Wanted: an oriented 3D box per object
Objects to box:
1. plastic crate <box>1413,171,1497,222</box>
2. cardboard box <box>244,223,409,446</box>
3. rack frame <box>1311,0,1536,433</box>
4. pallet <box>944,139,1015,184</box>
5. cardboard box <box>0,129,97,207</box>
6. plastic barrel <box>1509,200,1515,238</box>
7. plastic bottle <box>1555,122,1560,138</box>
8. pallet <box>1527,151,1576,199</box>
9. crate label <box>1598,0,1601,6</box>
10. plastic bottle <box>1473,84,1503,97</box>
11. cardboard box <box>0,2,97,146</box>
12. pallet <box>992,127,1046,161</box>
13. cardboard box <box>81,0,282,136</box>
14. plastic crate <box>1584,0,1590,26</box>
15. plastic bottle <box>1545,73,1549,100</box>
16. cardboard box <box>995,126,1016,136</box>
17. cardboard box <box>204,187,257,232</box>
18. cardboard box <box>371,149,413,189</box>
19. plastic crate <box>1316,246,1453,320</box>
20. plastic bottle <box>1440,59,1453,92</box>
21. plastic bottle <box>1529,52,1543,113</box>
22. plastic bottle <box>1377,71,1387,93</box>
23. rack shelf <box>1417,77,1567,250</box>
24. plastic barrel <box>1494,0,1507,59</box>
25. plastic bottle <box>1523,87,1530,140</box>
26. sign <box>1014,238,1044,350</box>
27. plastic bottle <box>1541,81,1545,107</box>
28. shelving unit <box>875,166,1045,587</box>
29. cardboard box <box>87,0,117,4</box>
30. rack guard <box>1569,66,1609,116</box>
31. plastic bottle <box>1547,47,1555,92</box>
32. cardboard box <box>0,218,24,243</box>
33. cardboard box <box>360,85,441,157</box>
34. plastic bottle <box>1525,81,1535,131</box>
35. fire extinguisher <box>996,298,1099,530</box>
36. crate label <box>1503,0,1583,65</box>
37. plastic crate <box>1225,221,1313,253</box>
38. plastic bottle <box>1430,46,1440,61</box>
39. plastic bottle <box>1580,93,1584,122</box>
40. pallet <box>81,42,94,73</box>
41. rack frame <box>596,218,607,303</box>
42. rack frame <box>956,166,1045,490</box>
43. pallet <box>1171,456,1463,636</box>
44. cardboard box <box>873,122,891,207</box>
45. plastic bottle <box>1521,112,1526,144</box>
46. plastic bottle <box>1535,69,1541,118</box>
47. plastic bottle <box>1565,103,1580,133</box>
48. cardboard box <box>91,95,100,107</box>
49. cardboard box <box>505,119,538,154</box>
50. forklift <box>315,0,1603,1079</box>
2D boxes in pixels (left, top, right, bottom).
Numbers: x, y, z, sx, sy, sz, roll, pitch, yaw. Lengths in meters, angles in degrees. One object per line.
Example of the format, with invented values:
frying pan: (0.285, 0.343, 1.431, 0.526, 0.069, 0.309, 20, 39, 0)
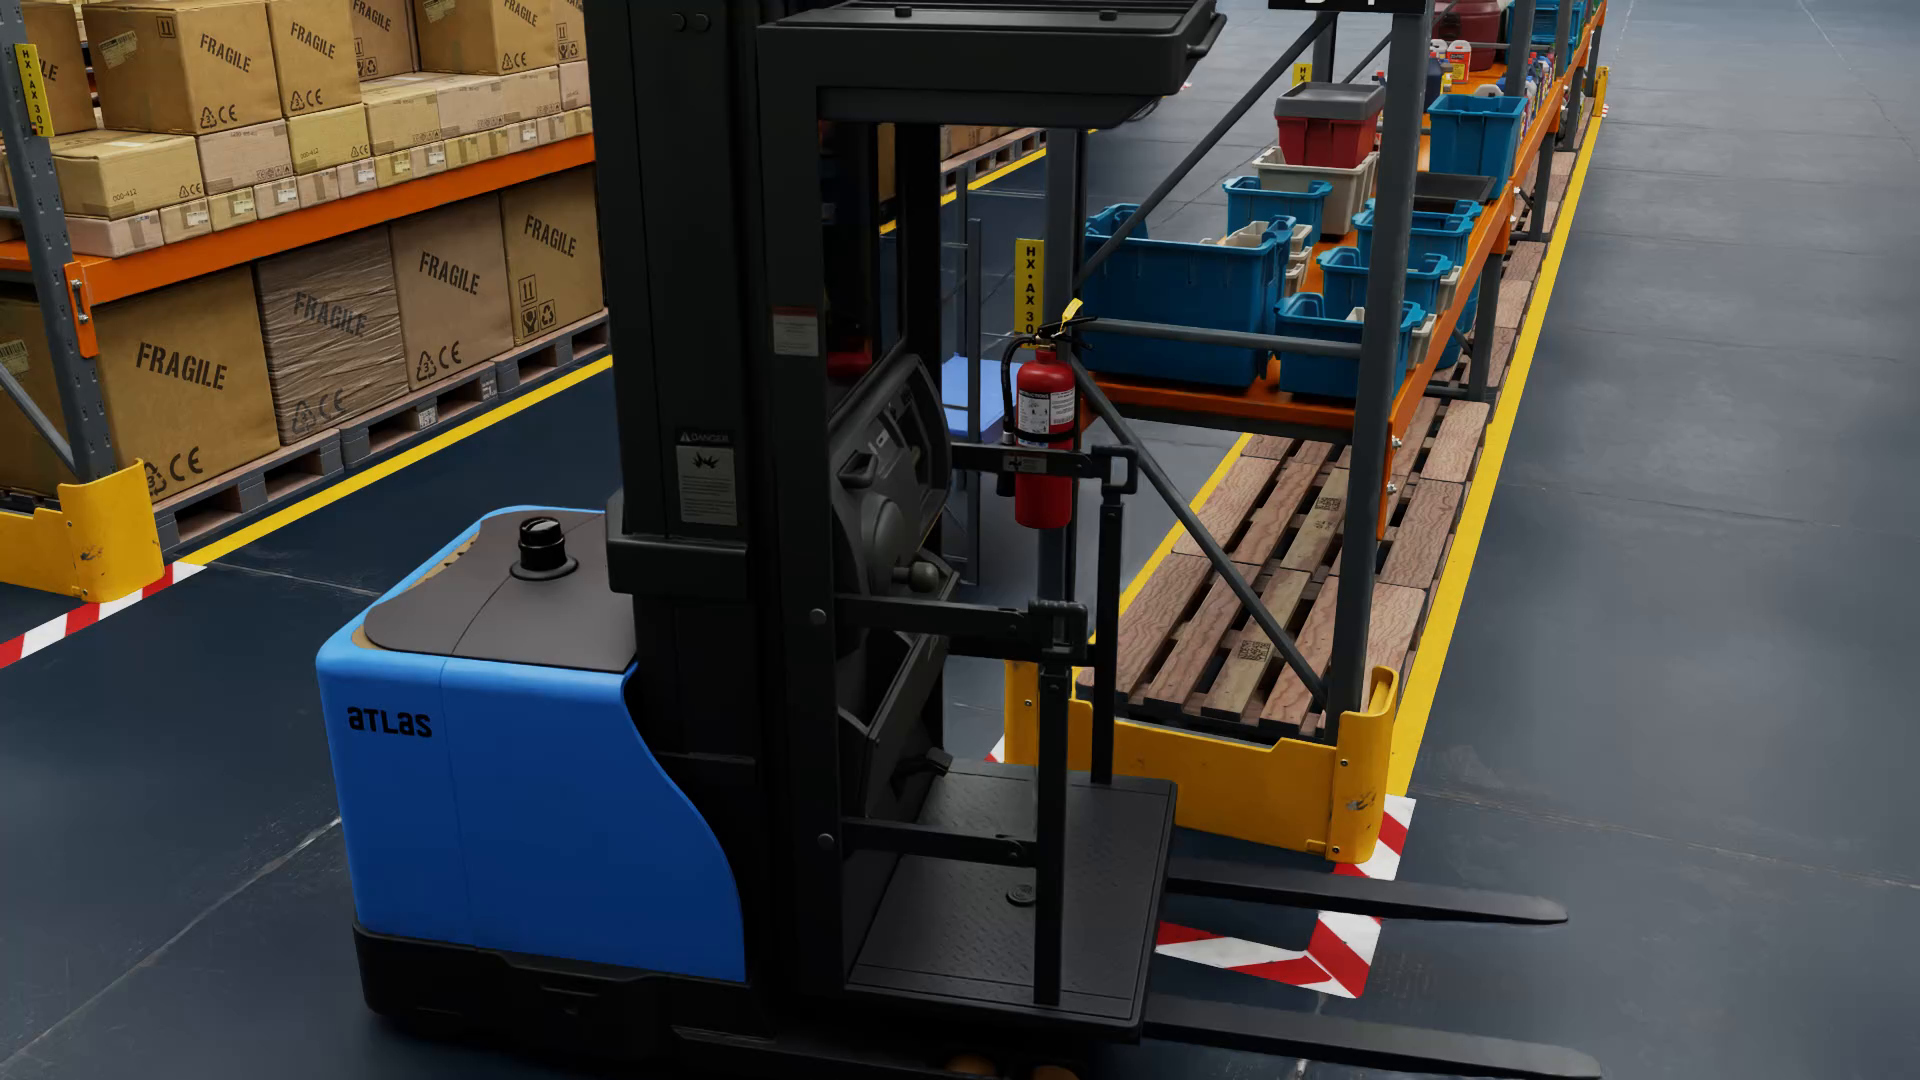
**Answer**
plastic crate: (2.044, -1.461, 7.135, 0.437, 0.125, 0.590, 9, 24, 20)
cardboard box: (-3.372, -1.056, 8.099, 0.875, 0.875, 0.875, 9, 24, 20)
rack frame: (2.211, -1.999, 8.144, 1.000, 3.000, 0.127, 9, 24, 20)
pallet: (-0.156, -3.567, 15.517, 1.003, 0.211, 1.213, 9, 24, 20)
cardboard box: (-3.940, -1.556, 6.893, 0.500, 0.250, 0.500, 8, 24, 19)
plastic barrel: (3.531, -2.445, 11.484, 0.600, 0.830, 0.708, 9, 24, 20)
plastic bottle: (5.703, -3.998, 15.882, 0.061, 0.283, 0.133, 9, 24, 20)
pallet: (4.927, -3.289, 14.849, 1.003, 0.211, 1.213, 9, 24, 20)
crate label: (6.236, -5.612, 16.749, 0.502, 0.435, 0.616, 9, 24, 20)
plastic bottle: (2.939, -2.406, 9.280, 0.152, 0.276, 0.135, 9, 24, 20)
cardboard box: (-3.937, -1.903, 6.750, 0.500, 0.500, 0.500, 9, 24, 21)
pallet: (0.296, -4.006, 16.566, 1.003, 0.211, 1.213, 9, 24, 20)
cardboard box: (-3.259, -2.003, 6.989, 0.500, 0.500, 0.500, 8, 24, 19)
plastic crate: (5.287, -4.674, 14.466, 0.402, 0.464, 0.583, 9, 24, 20)
plastic bottle: (3.688, -2.907, 10.576, 0.097, 0.201, 0.097, 0, 23, 0)
cardboard box: (0.141, -4.236, 16.172, 0.700, 0.500, 0.500, 9, 24, 20)
cardboard box: (-3.247, -1.424, 7.094, 0.380, 0.149, 0.250, 8, 24, 19)
cardboard box: (-2.865, -1.791, 7.973, 0.380, 0.149, 0.250, 8, 24, 19)
plastic crate: (1.367, -0.795, 5.401, 0.416, 0.233, 0.300, 9, 24, 20)
plastic bottle: (3.187, -3.054, 10.926, 0.097, 0.201, 0.097, 0, 23, 0)
plastic bottle: (3.420, -2.742, 9.987, 0.144, 0.351, 0.185, 9, 24, 20)
plastic bottle: (2.317, -2.418, 9.212, 0.144, 0.351, 0.185, 9, 24, 20)
rack shelf: (2.954, -2.383, 9.996, 1.077, 0.370, 4.000, 9, 24, 20)
plastic barrel: (3.880, -3.881, 12.504, 0.421, 0.512, 0.421, 0, 23, 0)
plastic bottle: (3.073, -2.333, 9.096, 0.061, 0.283, 0.133, 9, 24, 20)
sign: (0.208, -0.716, 4.861, 0.100, 0.325, 0.005, 9, 24, 20)
plastic bottle: (3.544, -2.768, 10.243, 0.097, 0.201, 0.097, 0, 23, 0)
shelving unit: (0.032, -0.723, 7.034, 0.538, 1.500, 1.048, 9, 24, 20)
cardboard box: (-6.288, -3.838, 11.941, 0.380, 0.149, 0.250, 8, 24, 19)
rack guard: (6.684, -5.106, 18.826, 1.175, 0.500, 0.348, 9, 24, 20)
plastic bottle: (3.857, -3.088, 10.903, 0.061, 0.283, 0.133, 9, 24, 20)
cardboard box: (-4.047, -1.336, 6.881, 0.380, 0.149, 0.250, 9, 24, 21)
cardboard box: (-2.879, -2.032, 8.031, 0.500, 0.250, 0.500, 8, 24, 19)
plastic bottle: (3.166, -2.467, 9.426, 0.152, 0.276, 0.135, 9, 24, 20)
fire extinguisher: (0.247, -0.371, 4.831, 0.296, 0.674, 0.183, 9, 24, 20)
crate label: (4.317, -3.764, 12.323, 0.502, 0.435, 0.616, 9, 24, 20)
plastic crate: (1.154, -1.105, 6.268, 0.298, 0.136, 0.250, 9, 24, 20)
plastic bottle: (3.064, -3.099, 10.939, 0.152, 0.276, 0.135, 9, 24, 20)
plastic bottle: (6.164, -4.358, 16.658, 0.144, 0.351, 0.185, 10, 25, 22)
pallet: (-6.536, -3.619, 12.270, 1.003, 0.211, 1.213, 9, 24, 20)
rack frame: (-2.388, -2.708, 9.842, 1.000, 3.000, 0.127, 9, 24, 20)
rack frame: (0.220, -0.904, 7.470, 0.500, 1.500, 0.032, 9, 24, 20)
pallet: (1.522, -0.006, 6.990, 1.003, 0.211, 1.213, 9, 24, 20)
cardboard box: (-1.178, -3.109, 13.013, 1.225, 0.875, 0.875, 8, 24, 18)
plastic bottle: (3.013, -2.257, 9.019, 0.097, 0.201, 0.097, 0, 23, 0)
plastic bottle: (3.400, -2.648, 9.849, 0.061, 0.283, 0.133, 9, 24, 20)
plastic bottle: (5.867, -4.072, 15.973, 0.144, 0.351, 0.185, 9, 24, 21)
cardboard box: (-6.710, -3.326, 13.045, 0.500, 0.250, 0.500, 10, 25, 23)
cardboard box: (-2.483, -2.160, 8.856, 0.380, 0.149, 0.250, 9, 24, 21)
forklift: (0.039, -0.175, 3.866, 3.031, 2.935, 1.130, 5, 23, 11)
